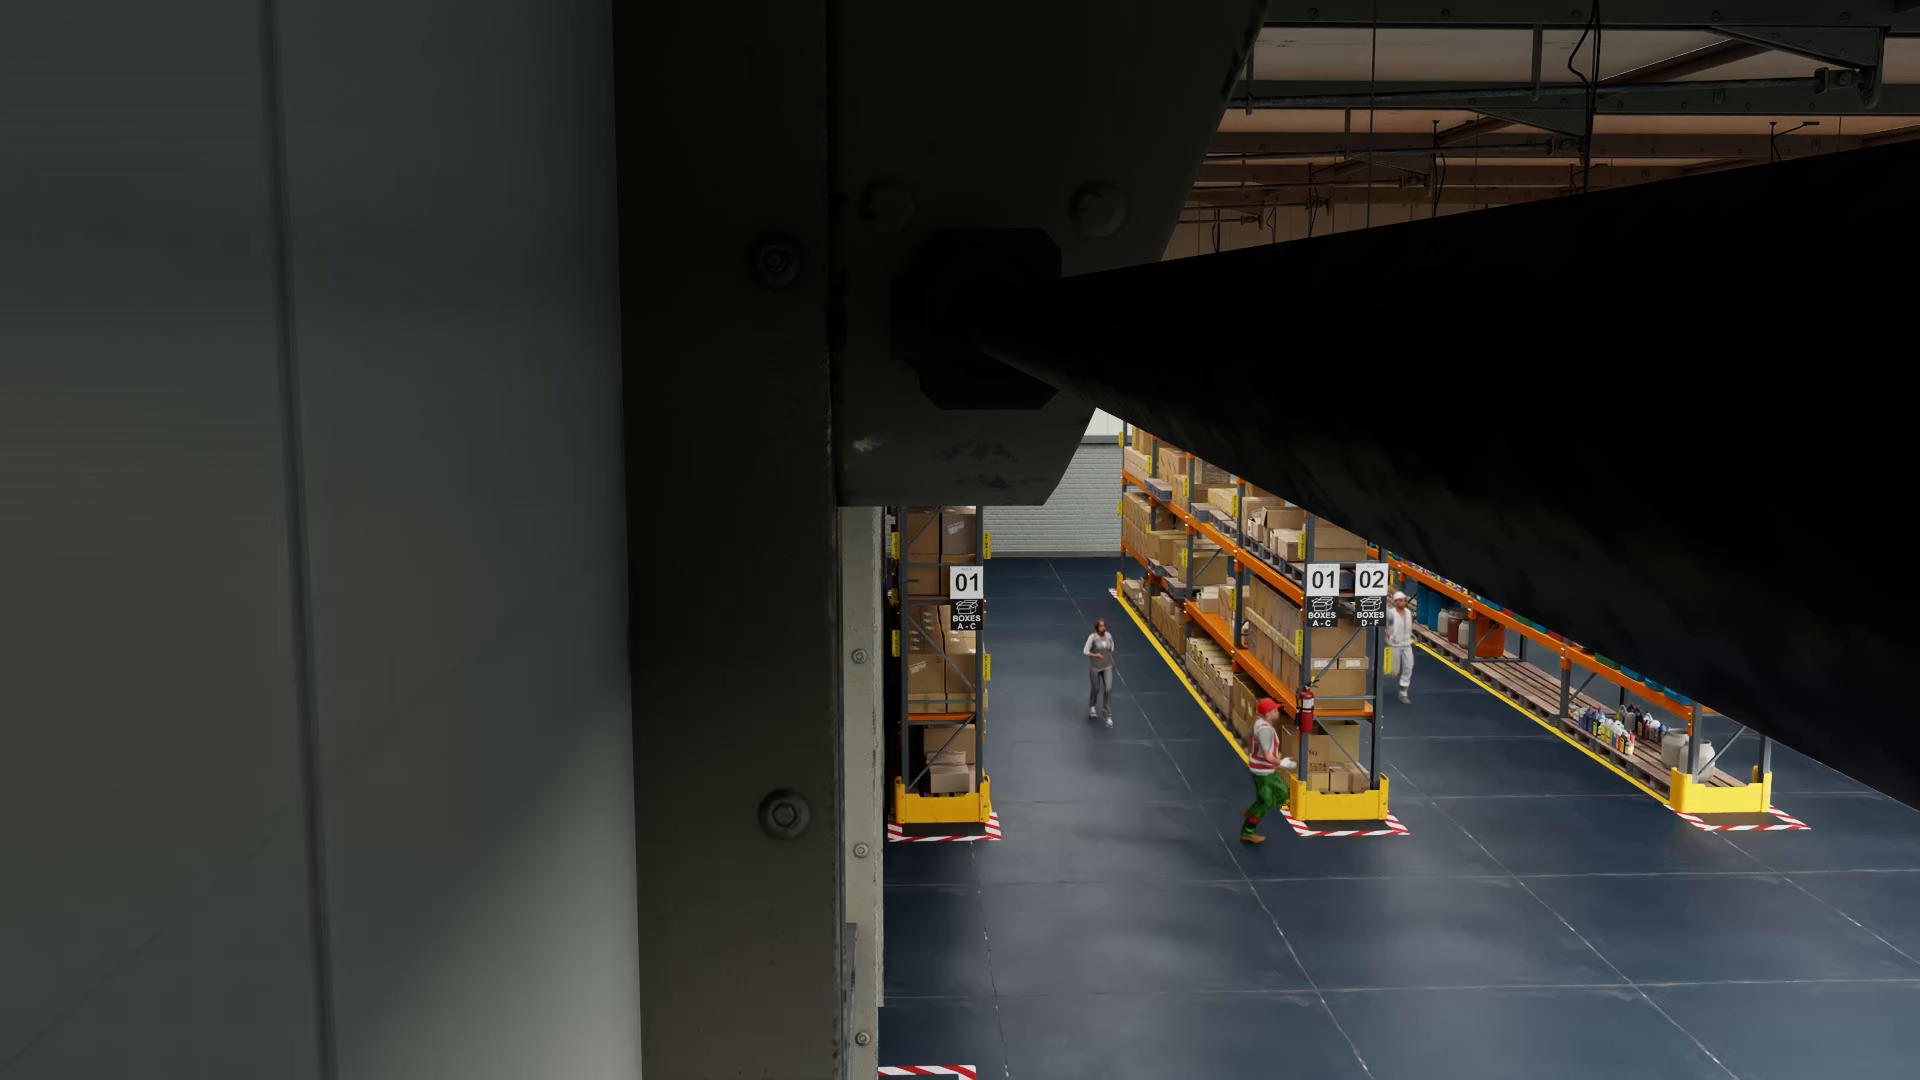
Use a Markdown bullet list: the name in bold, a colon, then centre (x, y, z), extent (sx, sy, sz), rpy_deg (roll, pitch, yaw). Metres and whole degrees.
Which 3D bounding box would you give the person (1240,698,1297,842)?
- **person**: centre (3.654, 2.714, 19.666), extent (0.642, 1.735, 0.661), rpy_deg (1, 8, 9)

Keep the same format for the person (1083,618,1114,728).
- **person**: centre (2.118, 1.981, 25.287), extent (0.536, 1.623, 0.817), rpy_deg (-1, 8, -10)

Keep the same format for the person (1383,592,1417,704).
- **person**: centre (7.060, 1.706, 26.795), extent (0.658, 1.771, 0.863), rpy_deg (-2, 8, -17)
